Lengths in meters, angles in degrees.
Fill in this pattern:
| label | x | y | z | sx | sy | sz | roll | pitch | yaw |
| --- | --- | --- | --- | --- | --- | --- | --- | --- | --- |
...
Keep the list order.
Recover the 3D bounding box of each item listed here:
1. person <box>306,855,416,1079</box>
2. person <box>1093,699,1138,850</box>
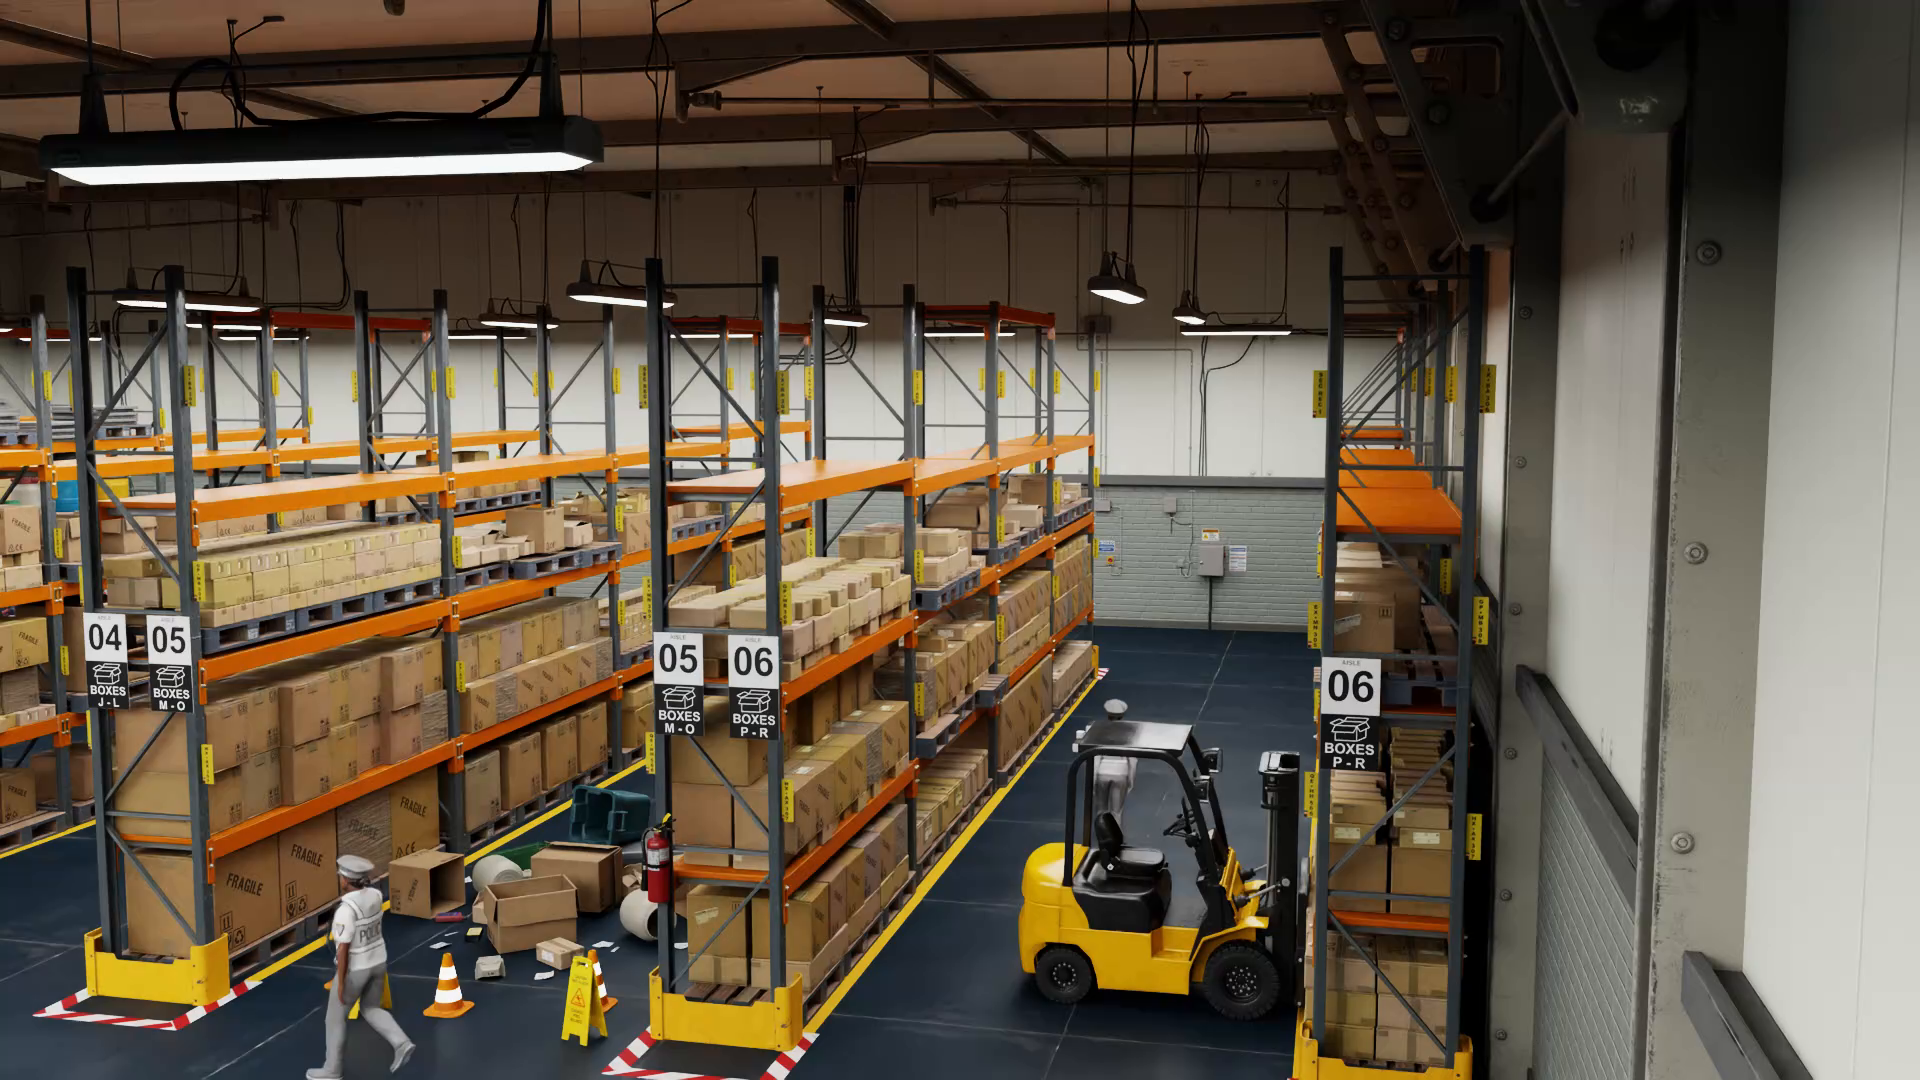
| label | x | y | z | sx | sy | sz | roll | pitch | yaw |
| --- | --- | --- | --- | --- | --- | --- | --- | --- | --- |
| person | -4.362 | 3.112 | 12.089 | 0.803 | 1.651 | 0.472 | 2 | 6 | 18 |
| person | 1.638 | 2.570 | 17.690 | 0.493 | 1.740 | 0.580 | 1 | 6 | 7 |
